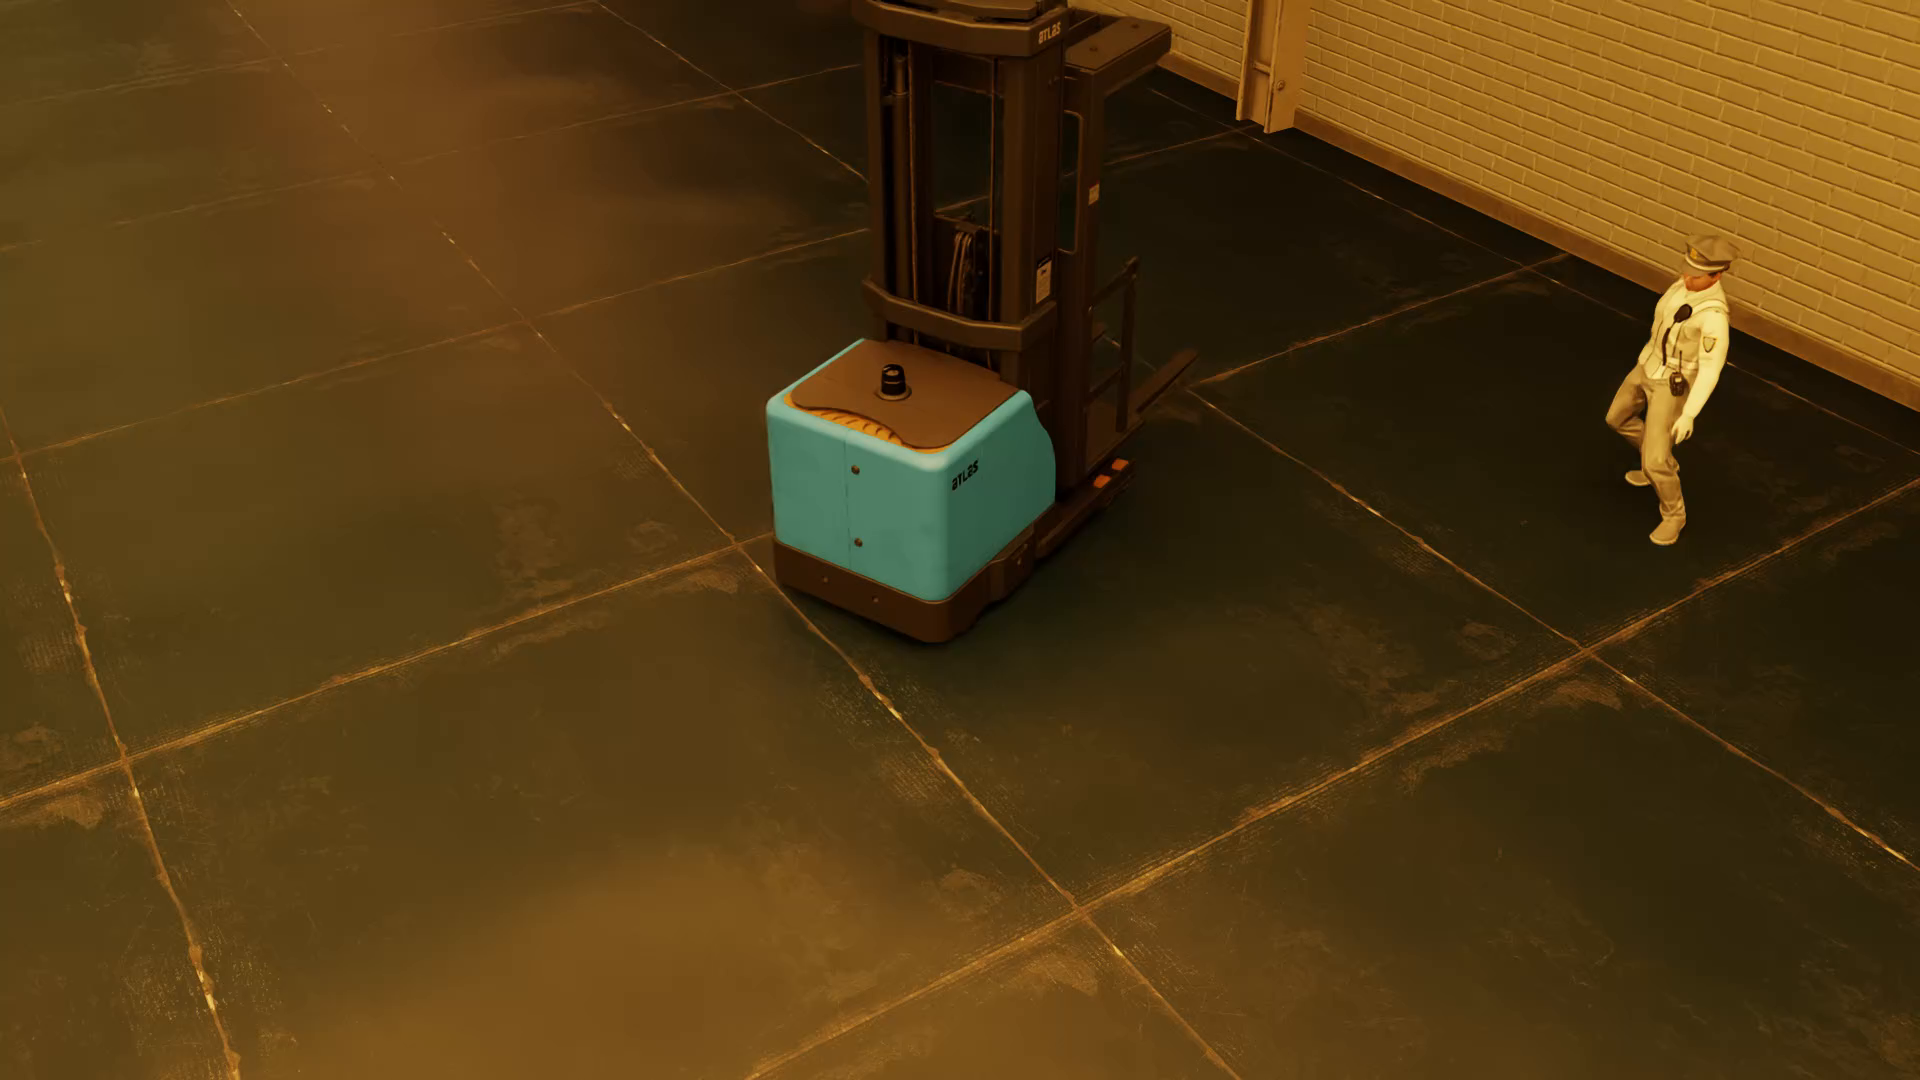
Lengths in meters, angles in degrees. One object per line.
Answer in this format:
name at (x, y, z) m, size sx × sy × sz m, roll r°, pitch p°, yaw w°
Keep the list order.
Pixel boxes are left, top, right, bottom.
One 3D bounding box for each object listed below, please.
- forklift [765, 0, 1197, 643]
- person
forklift at (0.304, -1.519, 8.310) m, size 1.130 × 2.935 × 3.031 m, roll 21°, pitch 40°, yaw 27°
person at (3.678, -0.844, 8.540) m, size 0.456 × 1.578 × 0.810 m, roll 1°, pitch 35°, yaw 2°
